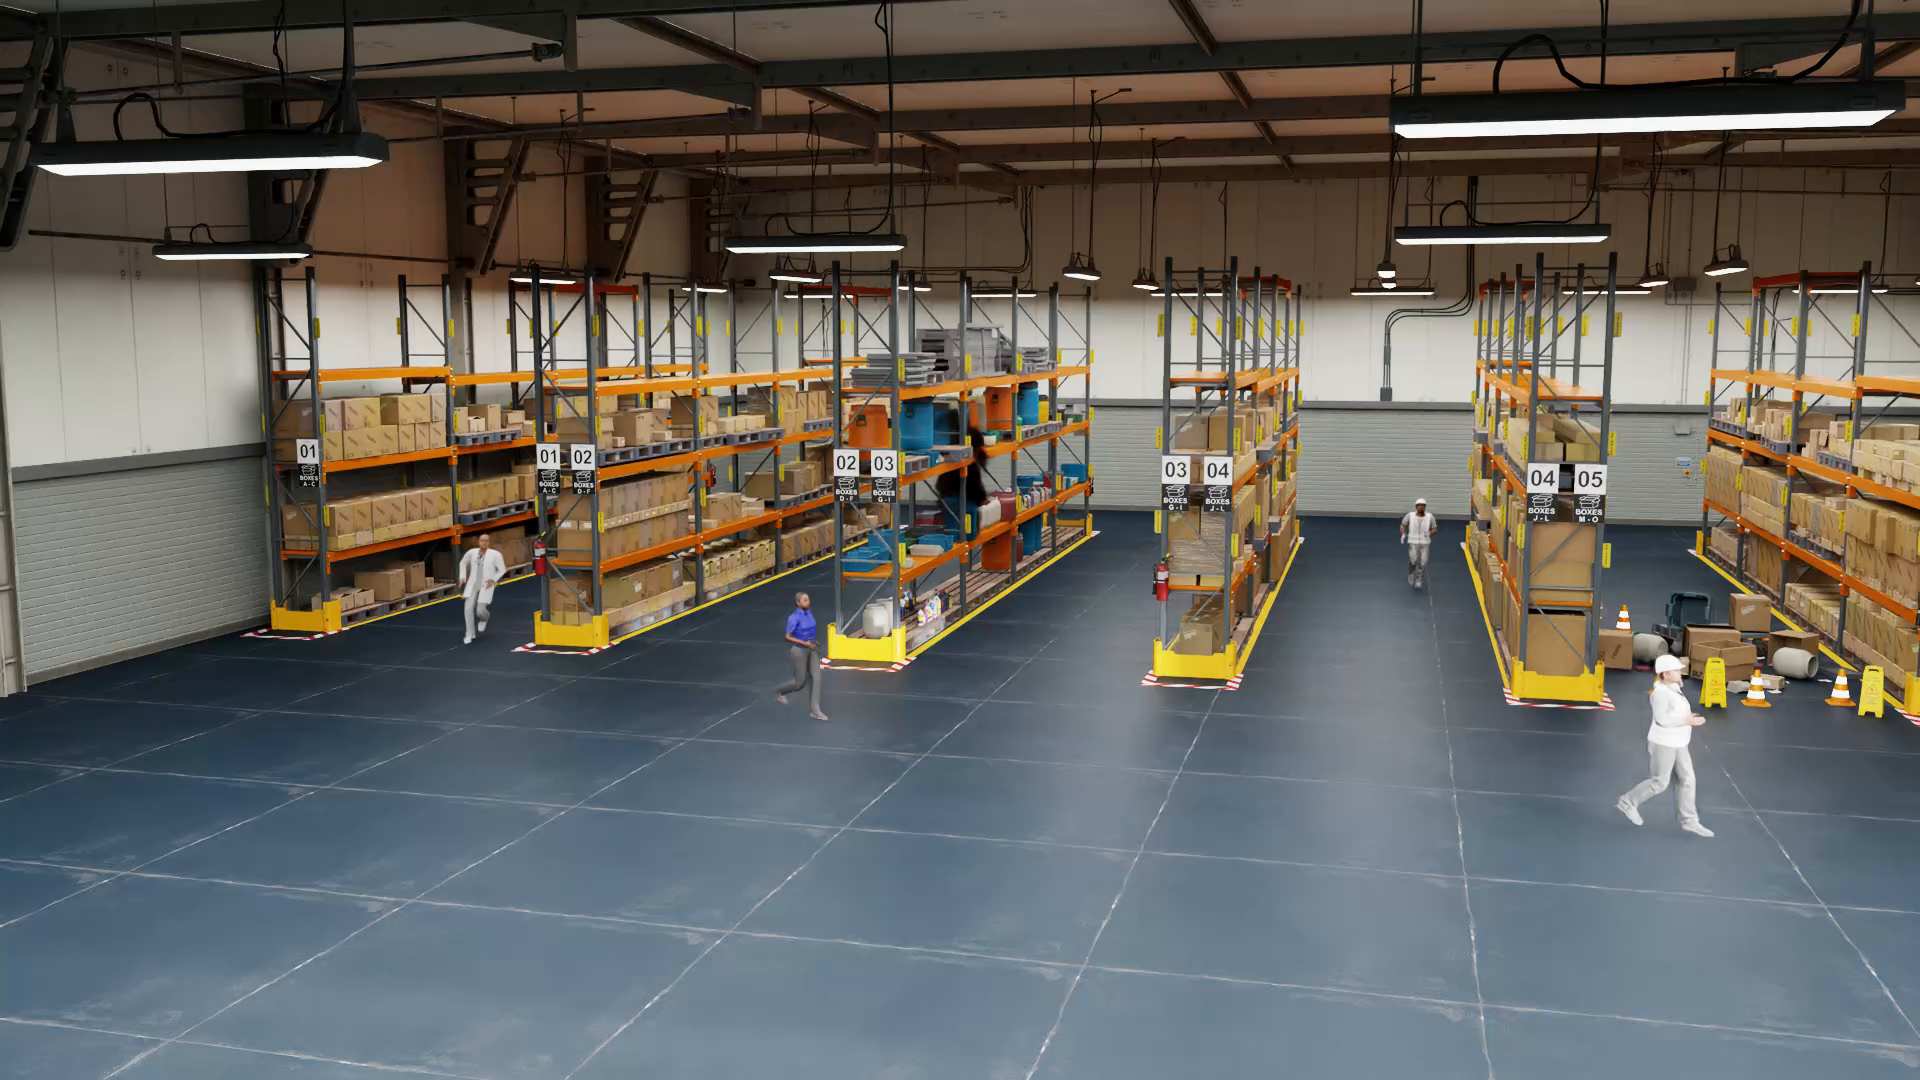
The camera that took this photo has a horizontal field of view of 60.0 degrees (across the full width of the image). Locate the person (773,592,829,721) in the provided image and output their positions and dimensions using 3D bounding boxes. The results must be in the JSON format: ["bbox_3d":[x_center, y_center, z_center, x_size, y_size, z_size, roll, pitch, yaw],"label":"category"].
[{"bbox_3d":[-2.043,1.488,21.447,0.851,1.637,0.556,5,9,35],"label":"person"}]

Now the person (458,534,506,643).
[{"bbox_3d":[-7.722,0.767,26.881,0.755,1.744,0.764,0,7,0],"label":"person"}]

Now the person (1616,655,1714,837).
[{"bbox_3d":[7.017,2.013,16.458,0.906,1.767,0.661,6,9,40],"label":"person"}]

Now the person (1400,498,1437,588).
[{"bbox_3d":[8.824,0.072,31.975,0.670,1.737,0.624,1,7,10],"label":"person"}]
